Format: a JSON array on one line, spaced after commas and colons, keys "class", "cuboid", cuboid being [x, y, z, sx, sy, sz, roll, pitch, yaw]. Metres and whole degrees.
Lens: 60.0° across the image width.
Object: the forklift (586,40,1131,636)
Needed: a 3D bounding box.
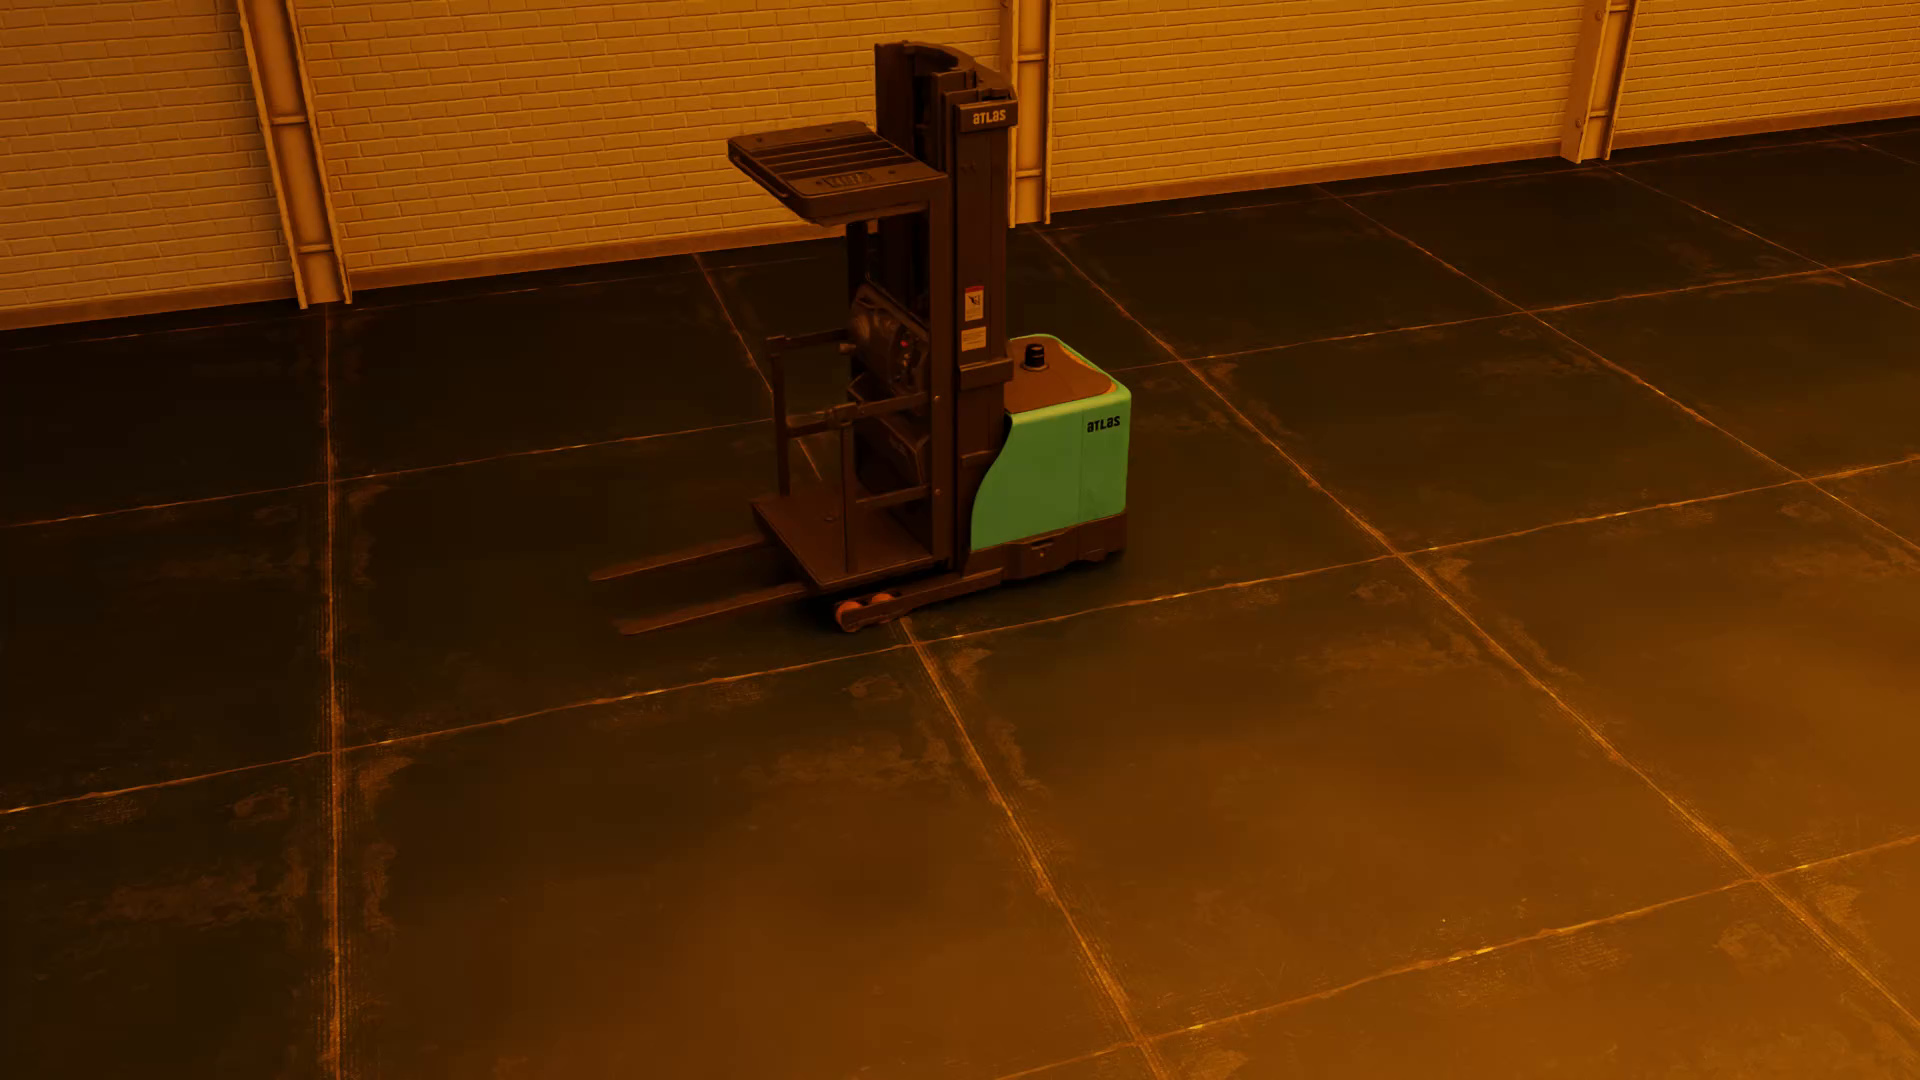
[{"class": "forklift", "cuboid": [-0.572, -1.065, 8.938, 3.031, 2.935, 1.130, -14, 33, -23]}]
